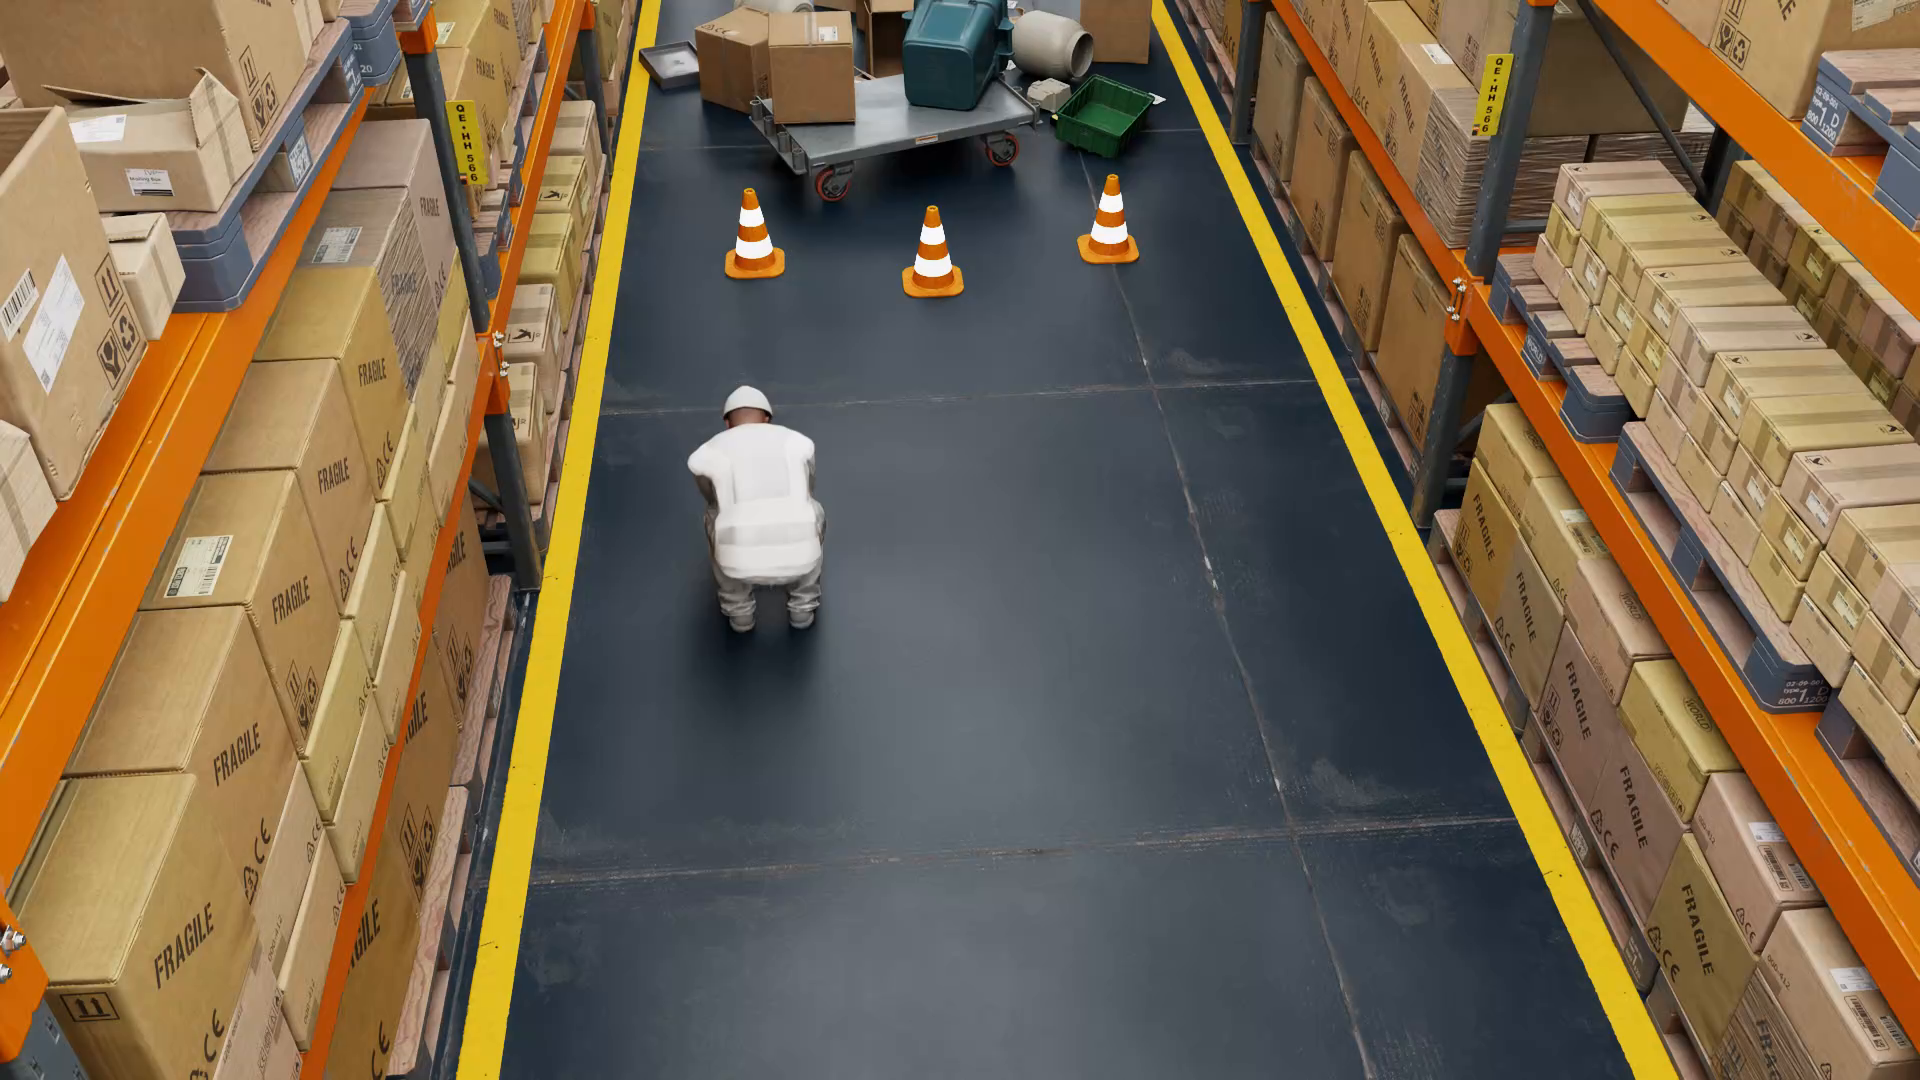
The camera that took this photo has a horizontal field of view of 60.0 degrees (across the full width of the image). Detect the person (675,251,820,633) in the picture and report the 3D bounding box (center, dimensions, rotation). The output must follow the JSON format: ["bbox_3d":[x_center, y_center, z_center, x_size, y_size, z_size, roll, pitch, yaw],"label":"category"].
[{"bbox_3d":[-0.834,-0.426,6.668,0.502,1.785,0.574,-3,39,-4],"label":"person"}]
